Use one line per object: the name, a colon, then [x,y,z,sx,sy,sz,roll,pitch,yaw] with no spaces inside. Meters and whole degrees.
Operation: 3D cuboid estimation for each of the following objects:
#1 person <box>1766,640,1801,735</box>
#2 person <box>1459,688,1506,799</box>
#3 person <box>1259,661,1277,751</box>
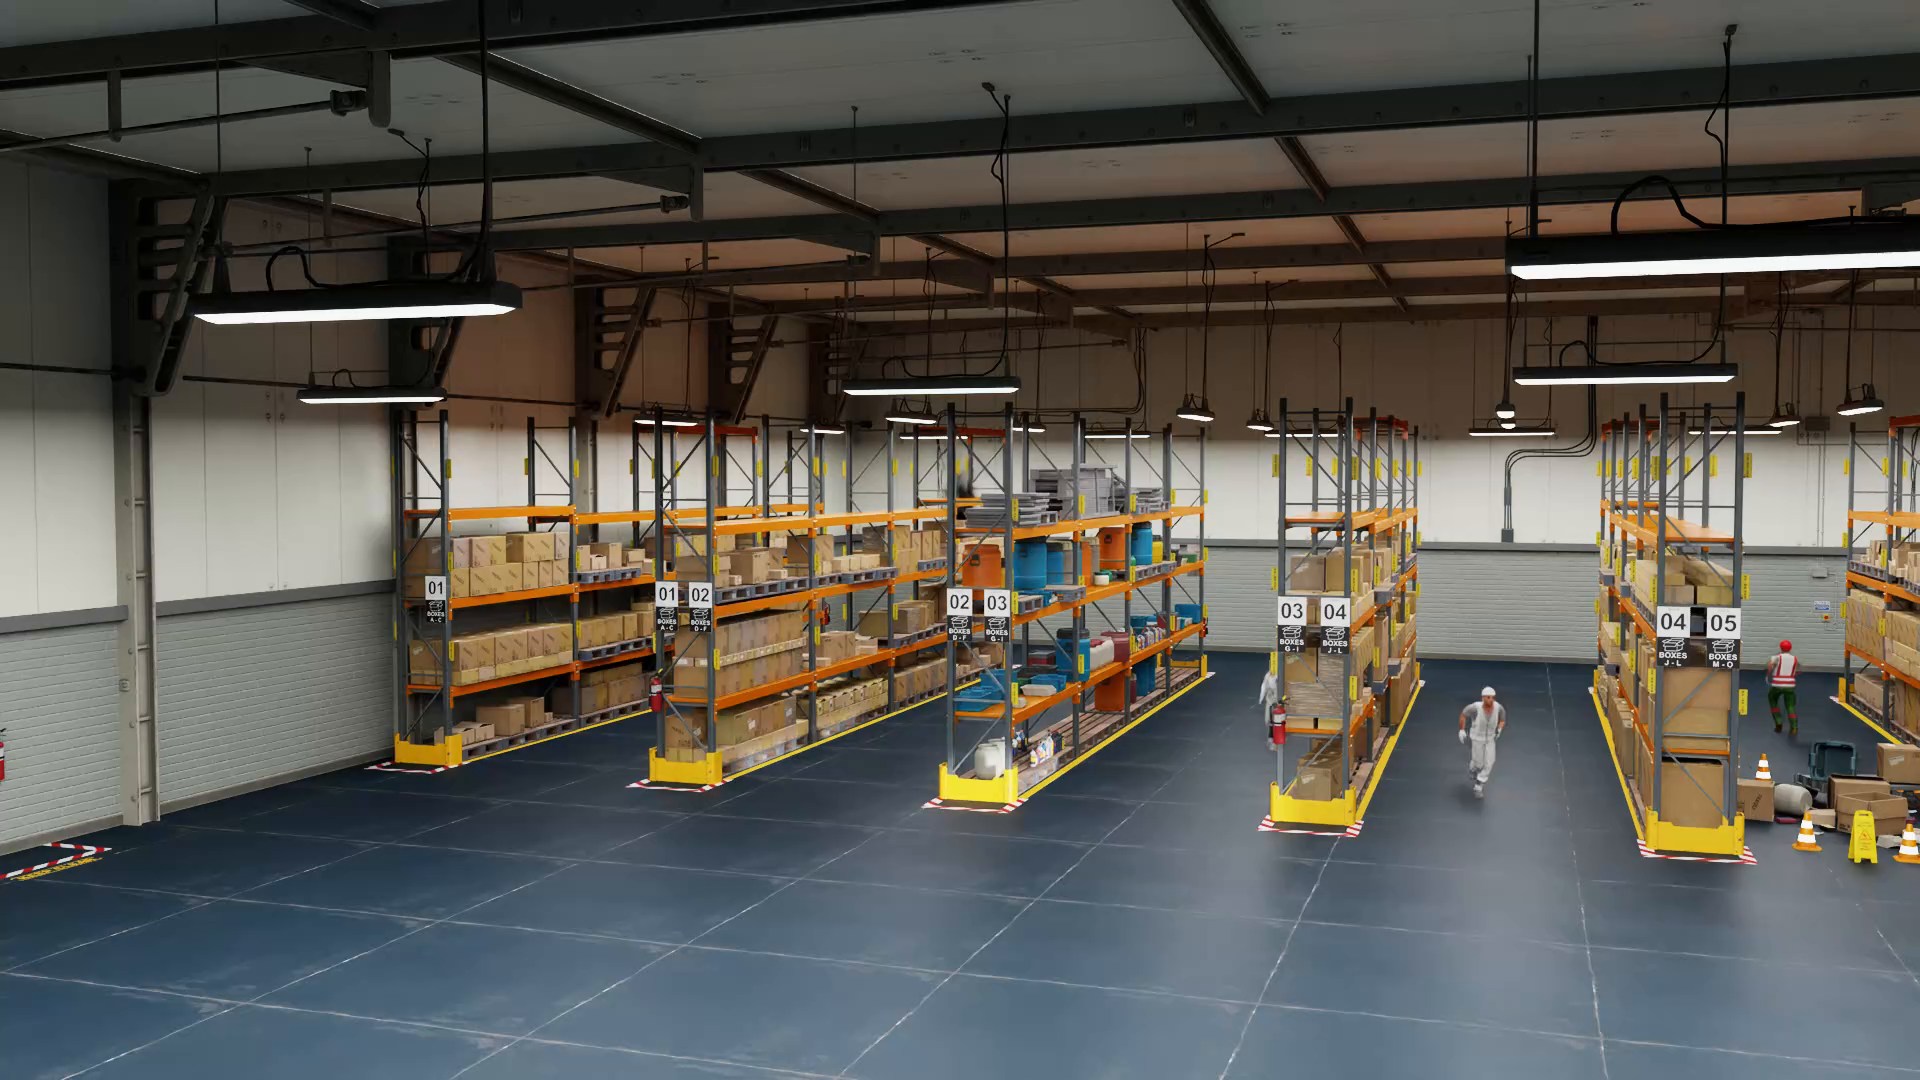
person: [15.426,2.767,31.180,0.671,1.783,0.884,1,2,12]
person: [7.979,3.074,25.402,0.654,1.711,0.769,0,2,-5]
person: [5.699,2.945,29.800,0.611,1.638,0.802,1,3,28]
